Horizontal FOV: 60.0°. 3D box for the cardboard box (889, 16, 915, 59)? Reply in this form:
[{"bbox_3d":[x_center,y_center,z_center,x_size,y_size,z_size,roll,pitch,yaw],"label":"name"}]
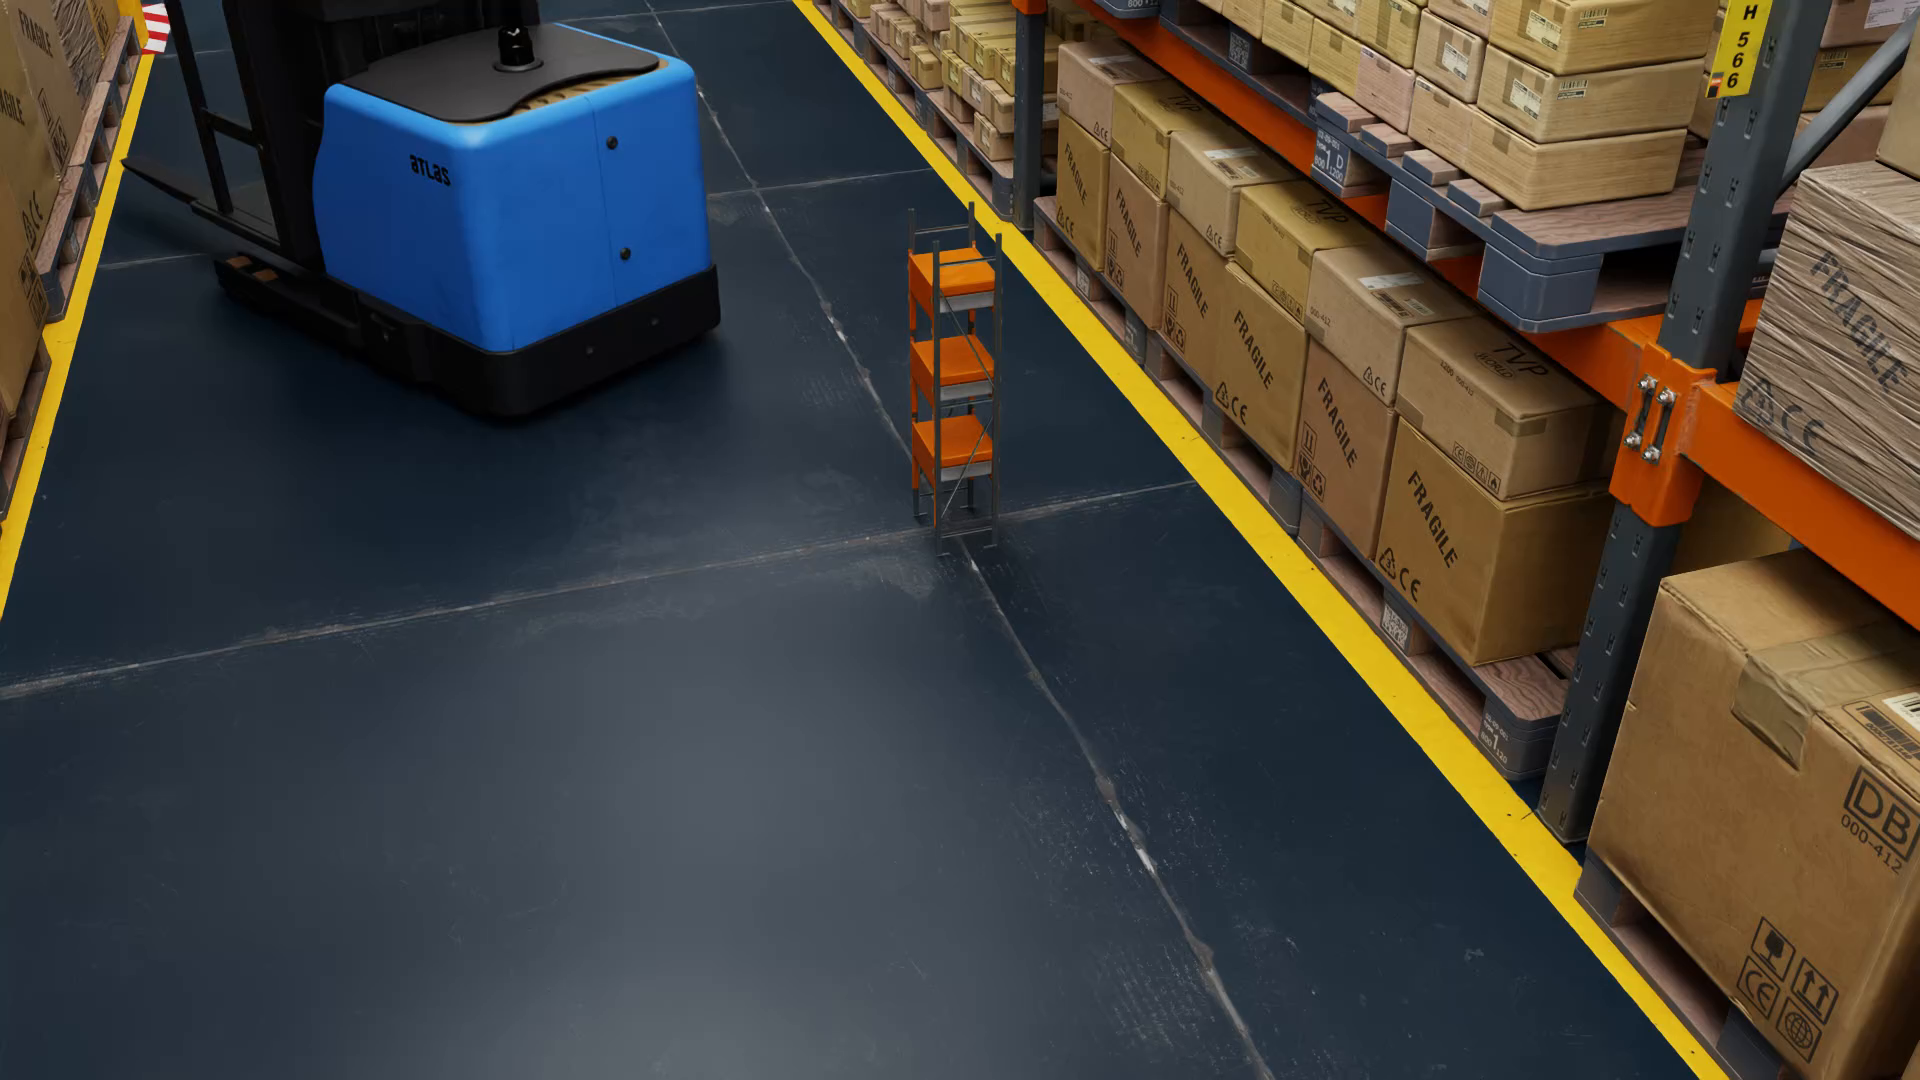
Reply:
[{"bbox_3d":[-0.156,-2.657,8.755,0.380,0.149,0.250,-10,35,-15],"label":"cardboard box"}]

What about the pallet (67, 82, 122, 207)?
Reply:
[{"bbox_3d":[-4.563,-1.819,7.812,1.003,0.211,1.213,-10,35,-15],"label":"pallet"}]

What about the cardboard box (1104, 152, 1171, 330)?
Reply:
[{"bbox_3d":[0.861,-1.132,6.128,0.500,0.500,0.500,-8,34,-13],"label":"cardboard box"}]

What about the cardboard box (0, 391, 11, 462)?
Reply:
[{"bbox_3d":[-3.542,-0.416,4.704,1.225,0.875,0.875,-11,35,-16],"label":"cardboard box"}]

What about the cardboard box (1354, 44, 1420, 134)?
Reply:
[{"bbox_3d":[1.204,-1.127,4.082,0.380,0.149,0.250,-9,35,-14],"label":"cardboard box"}]

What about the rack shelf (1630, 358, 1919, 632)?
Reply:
[{"bbox_3d":[2.555,0.741,2.061,1.077,0.370,4.000,-10,35,-15],"label":"rack shelf"}]

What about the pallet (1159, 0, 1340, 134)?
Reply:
[{"bbox_3d":[1.302,-1.562,5.067,1.003,0.211,1.213,-10,35,-15],"label":"pallet"}]

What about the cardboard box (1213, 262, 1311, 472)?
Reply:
[{"bbox_3d":[1.164,-0.591,5.311,0.500,0.500,0.500,-12,35,-17],"label":"cardboard box"}]

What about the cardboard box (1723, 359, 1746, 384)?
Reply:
[{"bbox_3d":[1.965,-0.457,4.428,0.500,0.250,0.500,-12,35,-17],"label":"cardboard box"}]

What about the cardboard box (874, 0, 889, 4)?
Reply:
[{"bbox_3d":[-0.258,-2.943,9.188,0.380,0.149,0.250,-10,35,-15],"label":"cardboard box"}]

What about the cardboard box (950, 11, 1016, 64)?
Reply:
[{"bbox_3d":[0.170,-2.344,7.741,0.380,0.149,0.250,-10,35,-15],"label":"cardboard box"}]

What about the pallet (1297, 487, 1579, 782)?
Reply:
[{"bbox_3d":[1.708,0.143,4.841,1.003,0.211,1.213,-10,35,-15],"label":"pallet"}]

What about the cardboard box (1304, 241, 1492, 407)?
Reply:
[{"bbox_3d":[1.322,-0.633,4.693,0.500,0.250,0.500,-10,35,-14],"label":"cardboard box"}]

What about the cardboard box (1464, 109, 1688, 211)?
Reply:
[{"bbox_3d":[1.357,-0.862,3.680,0.380,0.149,0.250,-9,35,-14],"label":"cardboard box"}]

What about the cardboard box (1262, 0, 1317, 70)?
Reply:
[{"bbox_3d":[1.048,-1.400,4.494,0.380,0.149,0.250,-12,35,-17],"label":"cardboard box"}]

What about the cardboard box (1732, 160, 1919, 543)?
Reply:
[{"bbox_3d":[1.825,-0.370,2.998,0.500,0.500,0.500,-10,35,-14],"label":"cardboard box"}]

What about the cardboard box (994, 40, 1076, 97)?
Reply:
[{"bbox_3d":[0.368,-2.087,7.352,0.380,0.149,0.250,-9,35,-13],"label":"cardboard box"}]

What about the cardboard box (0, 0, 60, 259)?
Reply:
[{"bbox_3d":[-4.155,-1.577,6.462,0.875,0.875,0.875,-10,35,-15],"label":"cardboard box"}]

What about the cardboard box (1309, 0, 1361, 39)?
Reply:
[{"bbox_3d":[1.119,-1.396,4.218,0.380,0.149,0.250,-10,35,-15],"label":"cardboard box"}]

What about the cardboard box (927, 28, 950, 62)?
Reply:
[{"bbox_3d":[0.054,-2.488,8.229,0.380,0.149,0.250,-9,35,-14],"label":"cardboard box"}]

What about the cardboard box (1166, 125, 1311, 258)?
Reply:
[{"bbox_3d":[1.015,-1.175,5.513,0.500,0.250,0.500,-9,34,-13],"label":"cardboard box"}]

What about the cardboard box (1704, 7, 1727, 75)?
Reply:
[{"bbox_3d":[1.904,-1.234,3.973,0.380,0.149,0.250,-8,34,-12],"label":"cardboard box"}]

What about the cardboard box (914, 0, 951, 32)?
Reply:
[{"bbox_3d":[-0.005,-2.620,8.159,0.380,0.149,0.250,-12,35,-17],"label":"cardboard box"}]

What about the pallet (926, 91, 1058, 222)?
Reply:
[{"bbox_3d":[0.486,-1.893,7.923,1.003,0.211,1.213,-10,35,-15],"label":"pallet"}]

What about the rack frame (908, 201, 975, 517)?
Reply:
[{"bbox_3d":[-0.054,-0.530,5.100,0.200,1.050,0.008,-10,35,-15],"label":"rack frame"}]

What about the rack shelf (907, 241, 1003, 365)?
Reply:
[{"bbox_3d":[-0.016,-0.694,4.852,0.215,0.259,0.240,-10,35,-15],"label":"rack shelf"}]

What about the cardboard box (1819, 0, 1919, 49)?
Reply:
[{"bbox_3d":[1.987,-1.206,3.661,0.380,0.149,0.250,-10,35,-15],"label":"cardboard box"}]

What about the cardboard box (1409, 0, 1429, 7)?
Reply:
[{"bbox_3d":[1.205,-1.378,3.922,0.380,0.149,0.250,-9,35,-13],"label":"cardboard box"}]

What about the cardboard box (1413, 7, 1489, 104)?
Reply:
[{"bbox_3d":[1.278,-1.127,3.811,0.380,0.149,0.250,-9,34,-13],"label":"cardboard box"}]

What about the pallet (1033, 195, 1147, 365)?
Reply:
[{"bbox_3d":[0.964,-1.138,6.780,1.003,0.211,1.213,-10,35,-15],"label":"pallet"}]

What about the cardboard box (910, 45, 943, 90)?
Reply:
[{"bbox_3d":[-0.035,-2.387,8.347,0.380,0.149,0.250,-10,35,-15],"label":"cardboard box"}]

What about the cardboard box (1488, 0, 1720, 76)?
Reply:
[{"bbox_3d":[1.359,-1.108,3.514,0.380,0.149,0.250,-11,35,-17],"label":"cardboard box"}]

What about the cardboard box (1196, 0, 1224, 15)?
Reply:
[{"bbox_3d":[0.884,-1.678,4.916,0.380,0.149,0.250,-12,35,-17],"label":"cardboard box"}]

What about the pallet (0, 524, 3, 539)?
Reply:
[{"bbox_3d":[-3.347,0.269,4.651,1.003,0.211,1.213,-10,35,-15],"label":"pallet"}]

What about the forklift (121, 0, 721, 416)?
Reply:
[{"bbox_3d":[-2.370,-2.330,6.117,3.031,2.935,1.130,25,41,33],"label":"forklift"}]

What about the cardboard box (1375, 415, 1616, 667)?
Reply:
[{"bbox_3d":[1.495,-0.043,4.481,0.500,0.500,0.500,-10,35,-15],"label":"cardboard box"}]

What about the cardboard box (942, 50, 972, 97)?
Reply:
[{"bbox_3d":[0.133,-2.209,7.807,0.380,0.149,0.250,-11,35,-16],"label":"cardboard box"}]

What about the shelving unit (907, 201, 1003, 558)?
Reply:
[{"bbox_3d":[-0.016,-0.466,5.003,0.215,1.050,0.252,-10,35,-15],"label":"shelving unit"}]

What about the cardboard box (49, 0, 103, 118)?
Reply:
[{"bbox_3d":[-4.701,-2.517,7.885,0.875,0.875,0.875,-10,35,-15],"label":"cardboard box"}]

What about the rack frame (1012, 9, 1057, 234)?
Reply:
[{"bbox_3d":[0.725,-2.710,6.630,1.000,3.000,0.127,-10,35,-15],"label":"rack frame"}]

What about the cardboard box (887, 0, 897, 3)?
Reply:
[{"bbox_3d":[-0.245,-3.058,9.092,0.380,0.149,0.250,-12,35,-17],"label":"cardboard box"}]

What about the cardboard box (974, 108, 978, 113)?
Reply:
[{"bbox_3d":[0.281,-1.994,7.752,0.380,0.149,0.250,-9,35,-13],"label":"cardboard box"}]

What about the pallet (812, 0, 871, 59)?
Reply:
[{"bbox_3d":[-0.258,-3.174,9.862,1.003,0.211,1.213,-10,35,-15],"label":"pallet"}]

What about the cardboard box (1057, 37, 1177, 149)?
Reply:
[{"bbox_3d":[0.699,-1.722,6.342,0.500,0.250,0.500,-12,35,-17],"label":"cardboard box"}]

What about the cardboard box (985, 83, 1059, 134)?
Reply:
[{"bbox_3d":[0.326,-1.931,7.387,0.380,0.149,0.250,-9,35,-14],"label":"cardboard box"}]

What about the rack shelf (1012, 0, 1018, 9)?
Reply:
[{"bbox_3d":[0.115,-3.459,8.417,1.077,0.370,4.000,-10,35,-15],"label":"rack shelf"}]

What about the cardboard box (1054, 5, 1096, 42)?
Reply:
[{"bbox_3d":[0.665,-2.438,7.885,0.380,0.149,0.250,-10,35,-15],"label":"cardboard box"}]

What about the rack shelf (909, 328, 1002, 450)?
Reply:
[{"bbox_3d":[-0.016,-0.457,5.009,0.215,0.259,0.240,-10,35,-15],"label":"rack shelf"}]

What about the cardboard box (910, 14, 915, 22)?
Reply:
[{"bbox_3d":[-0.050,-2.779,8.670,0.380,0.149,0.250,-8,34,-12],"label":"cardboard box"}]

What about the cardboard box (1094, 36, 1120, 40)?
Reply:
[{"bbox_3d":[0.817,-2.159,7.462,0.380,0.149,0.250,-9,34,-13],"label":"cardboard box"}]

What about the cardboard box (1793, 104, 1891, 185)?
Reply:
[{"bbox_3d":[2.001,-0.949,3.812,0.380,0.149,0.250,-10,35,-15],"label":"cardboard box"}]
